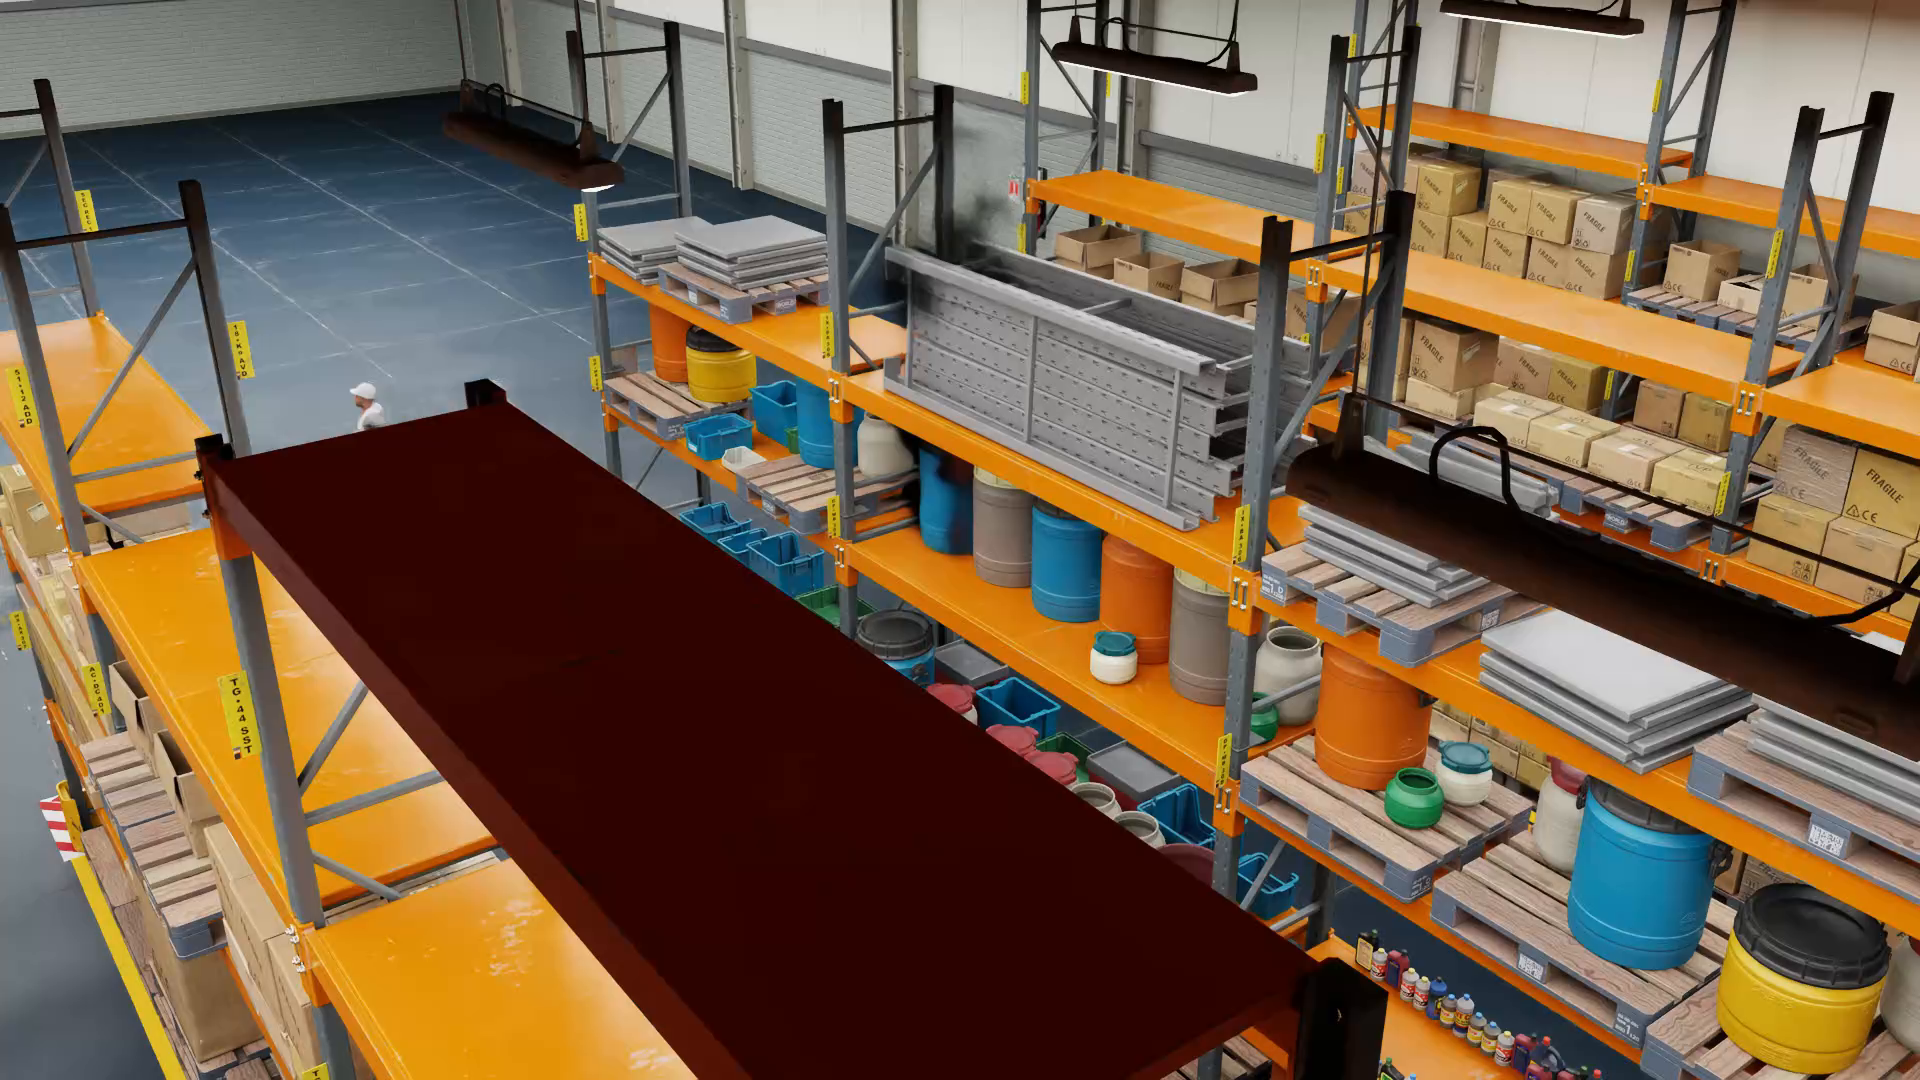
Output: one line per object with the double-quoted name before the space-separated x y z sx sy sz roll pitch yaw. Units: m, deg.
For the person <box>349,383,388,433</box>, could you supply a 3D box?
"person" -6.563 -0.919 18.823 0.883 1.807 0.682 -6 25 -12
